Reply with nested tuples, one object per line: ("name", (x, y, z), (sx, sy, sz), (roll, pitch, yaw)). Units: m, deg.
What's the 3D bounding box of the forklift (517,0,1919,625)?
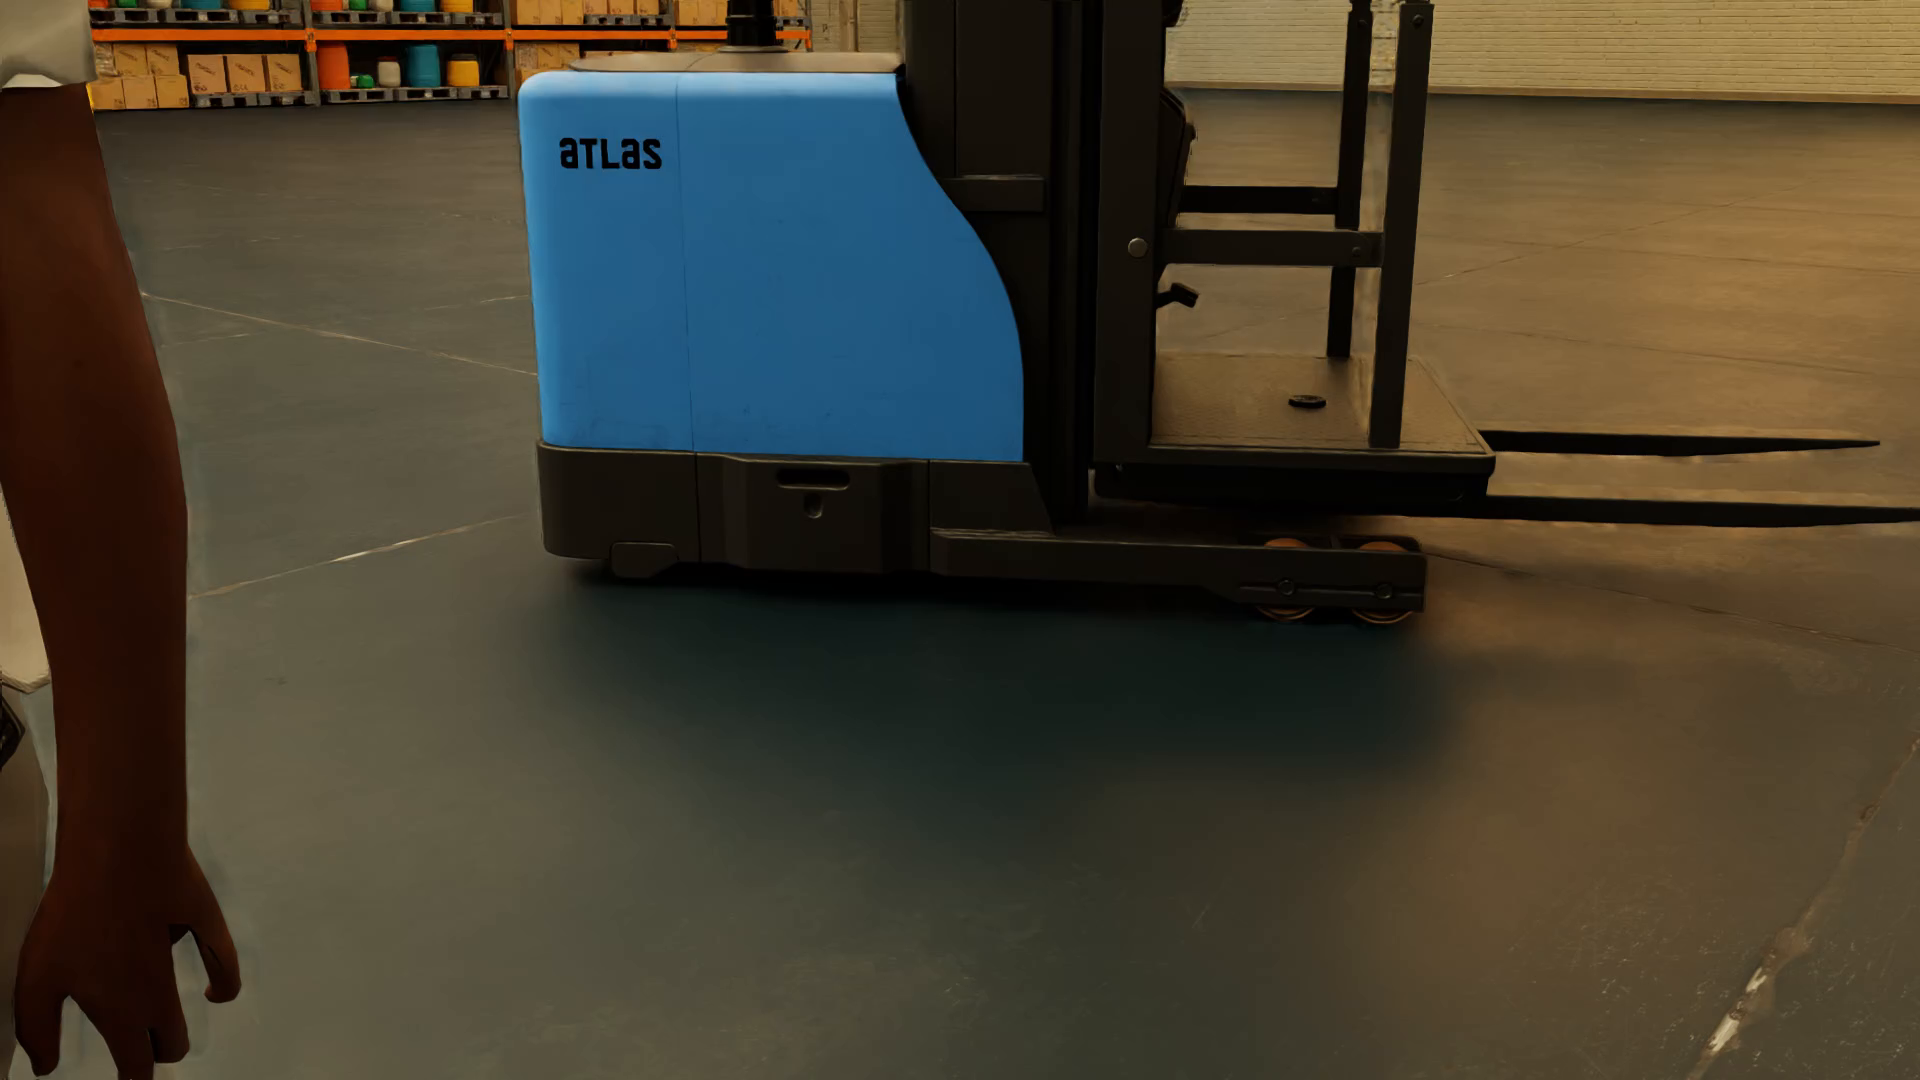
("forklift", (0.641, -1.395, 3.490), (3.031, 2.935, 1.130), (2, 17, 7))
